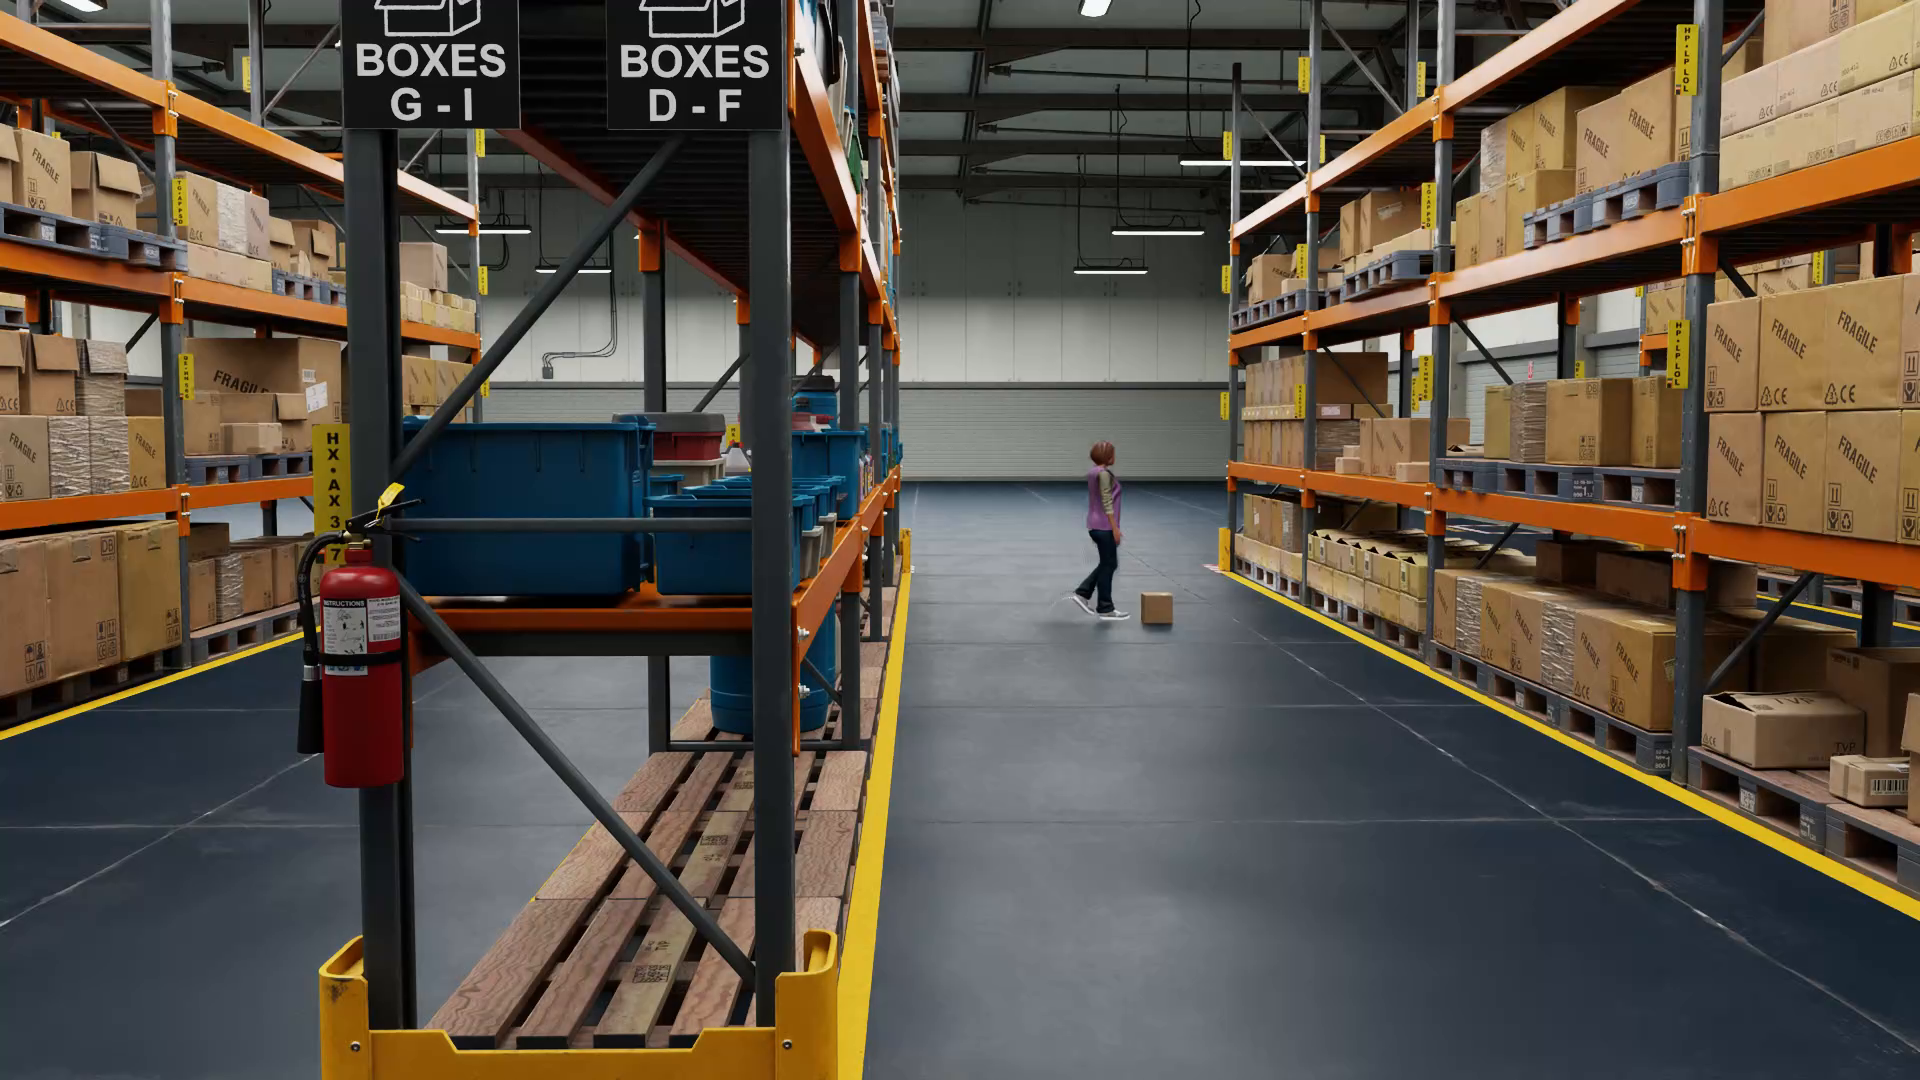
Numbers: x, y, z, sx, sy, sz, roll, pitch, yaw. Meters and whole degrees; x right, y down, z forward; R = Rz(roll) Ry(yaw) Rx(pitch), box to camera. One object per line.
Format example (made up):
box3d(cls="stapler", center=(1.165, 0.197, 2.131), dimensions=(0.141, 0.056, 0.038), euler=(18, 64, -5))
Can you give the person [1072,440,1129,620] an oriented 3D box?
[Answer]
box3d(cls="person", center=(1.265, -0.084, 14.767), dimensions=(0.481, 1.598, 0.438), euler=(-1, 4, -8))
